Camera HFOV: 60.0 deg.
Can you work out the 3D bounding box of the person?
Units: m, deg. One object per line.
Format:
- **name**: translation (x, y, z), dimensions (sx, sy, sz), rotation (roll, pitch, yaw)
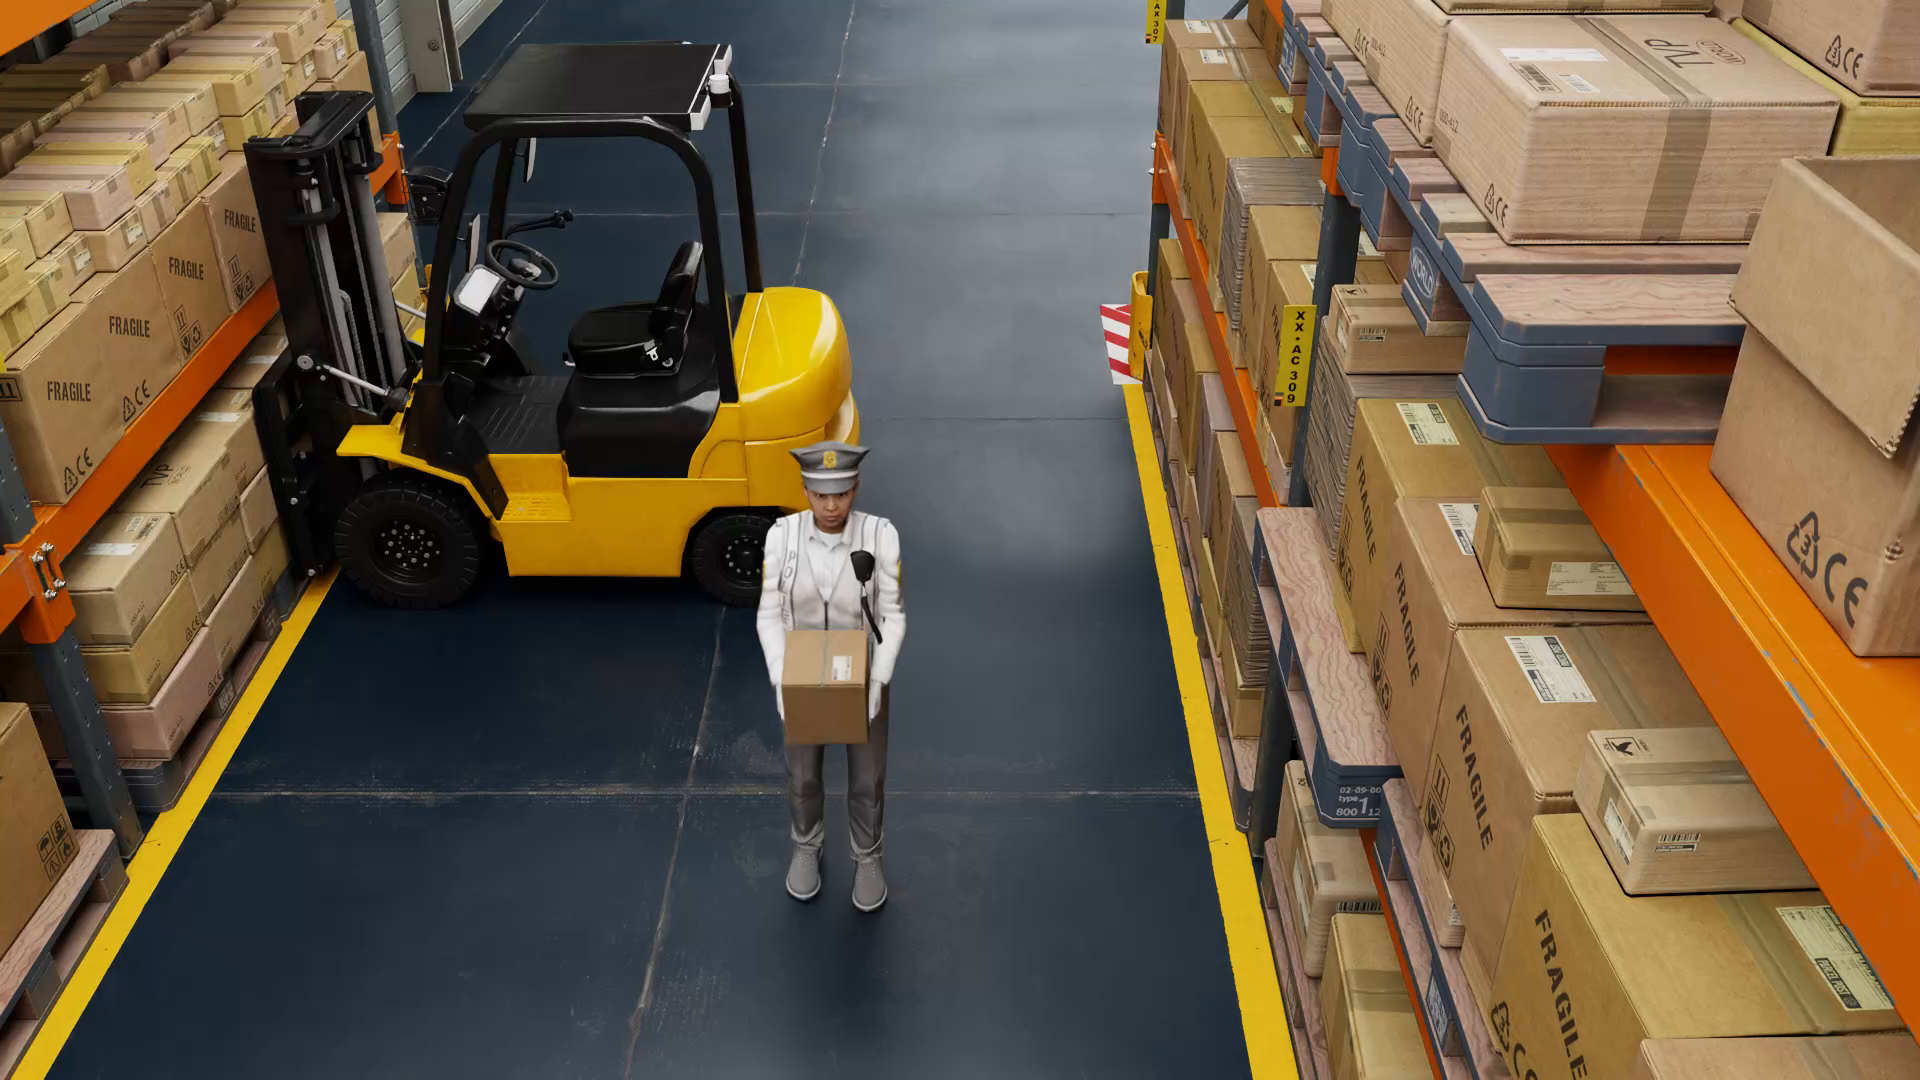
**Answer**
- **person**: translation (-0.405, 0.470, 5.344), dimensions (0.479, 1.692, 0.529), rotation (0, 32, 0)
